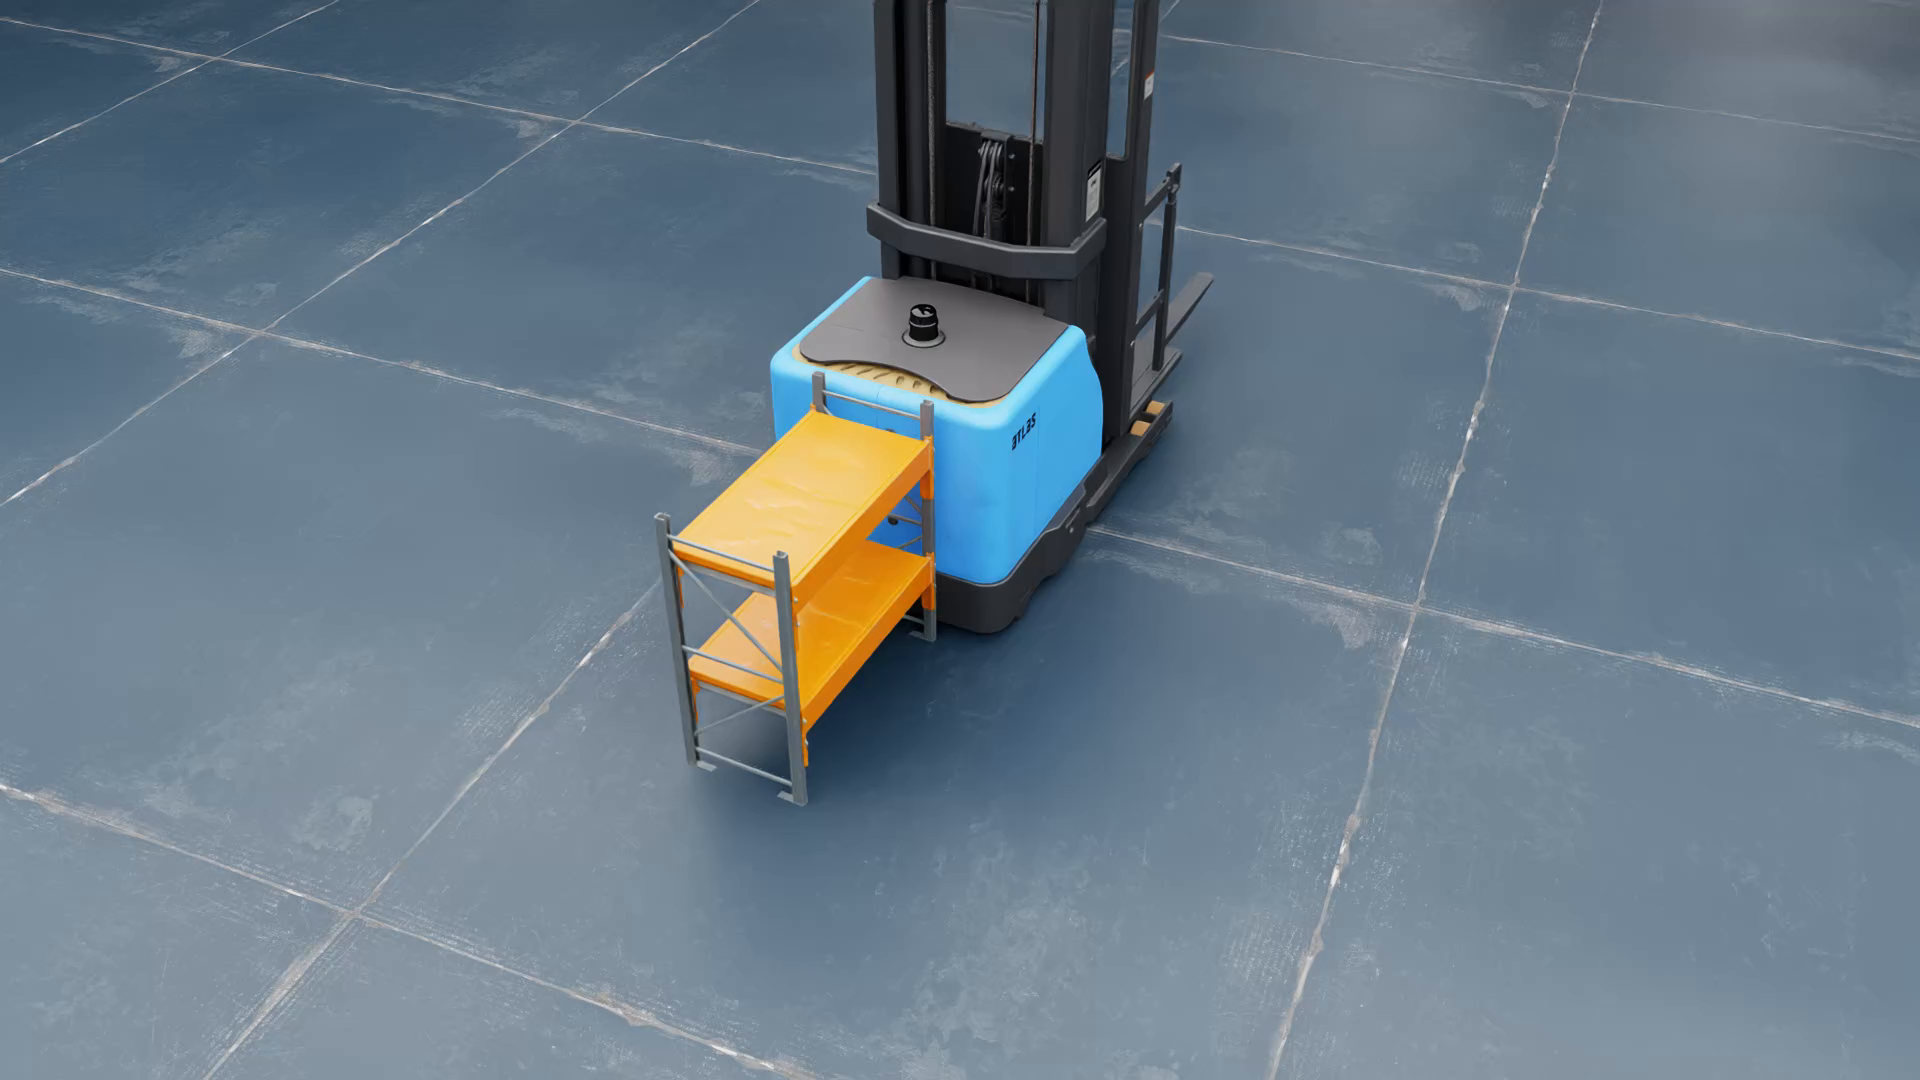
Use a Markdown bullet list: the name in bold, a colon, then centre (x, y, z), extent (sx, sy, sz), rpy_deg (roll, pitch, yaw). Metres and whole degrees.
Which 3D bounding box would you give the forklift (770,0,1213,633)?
- **forklift**: centre (0.358, -1.673, 7.040), extent (1.130, 2.935, 3.031), rpy_deg (17, 40, 21)

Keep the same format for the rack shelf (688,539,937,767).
- **rack shelf**: centre (-0.551, 0.358, 6.241), extent (0.538, 0.278, 1.000), rpy_deg (17, 40, 21)

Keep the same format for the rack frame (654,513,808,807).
- **rack frame**: centre (-0.778, 0.434, 5.730), extent (0.500, 1.125, 0.032), rpy_deg (17, 40, 21)

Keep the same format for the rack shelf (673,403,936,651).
- **rack shelf**: centre (-0.551, -0.073, 5.919), extent (0.538, 0.278, 1.000), rpy_deg (17, 40, 21)

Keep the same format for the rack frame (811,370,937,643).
- **rack frame**: centre (-0.325, -0.111, 6.459), extent (0.500, 1.125, 0.032), rpy_deg (17, 40, 21)

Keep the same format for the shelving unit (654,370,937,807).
- **shelving unit**: centre (-0.551, 0.162, 6.094), extent (0.538, 1.125, 1.048), rpy_deg (17, 40, 21)
